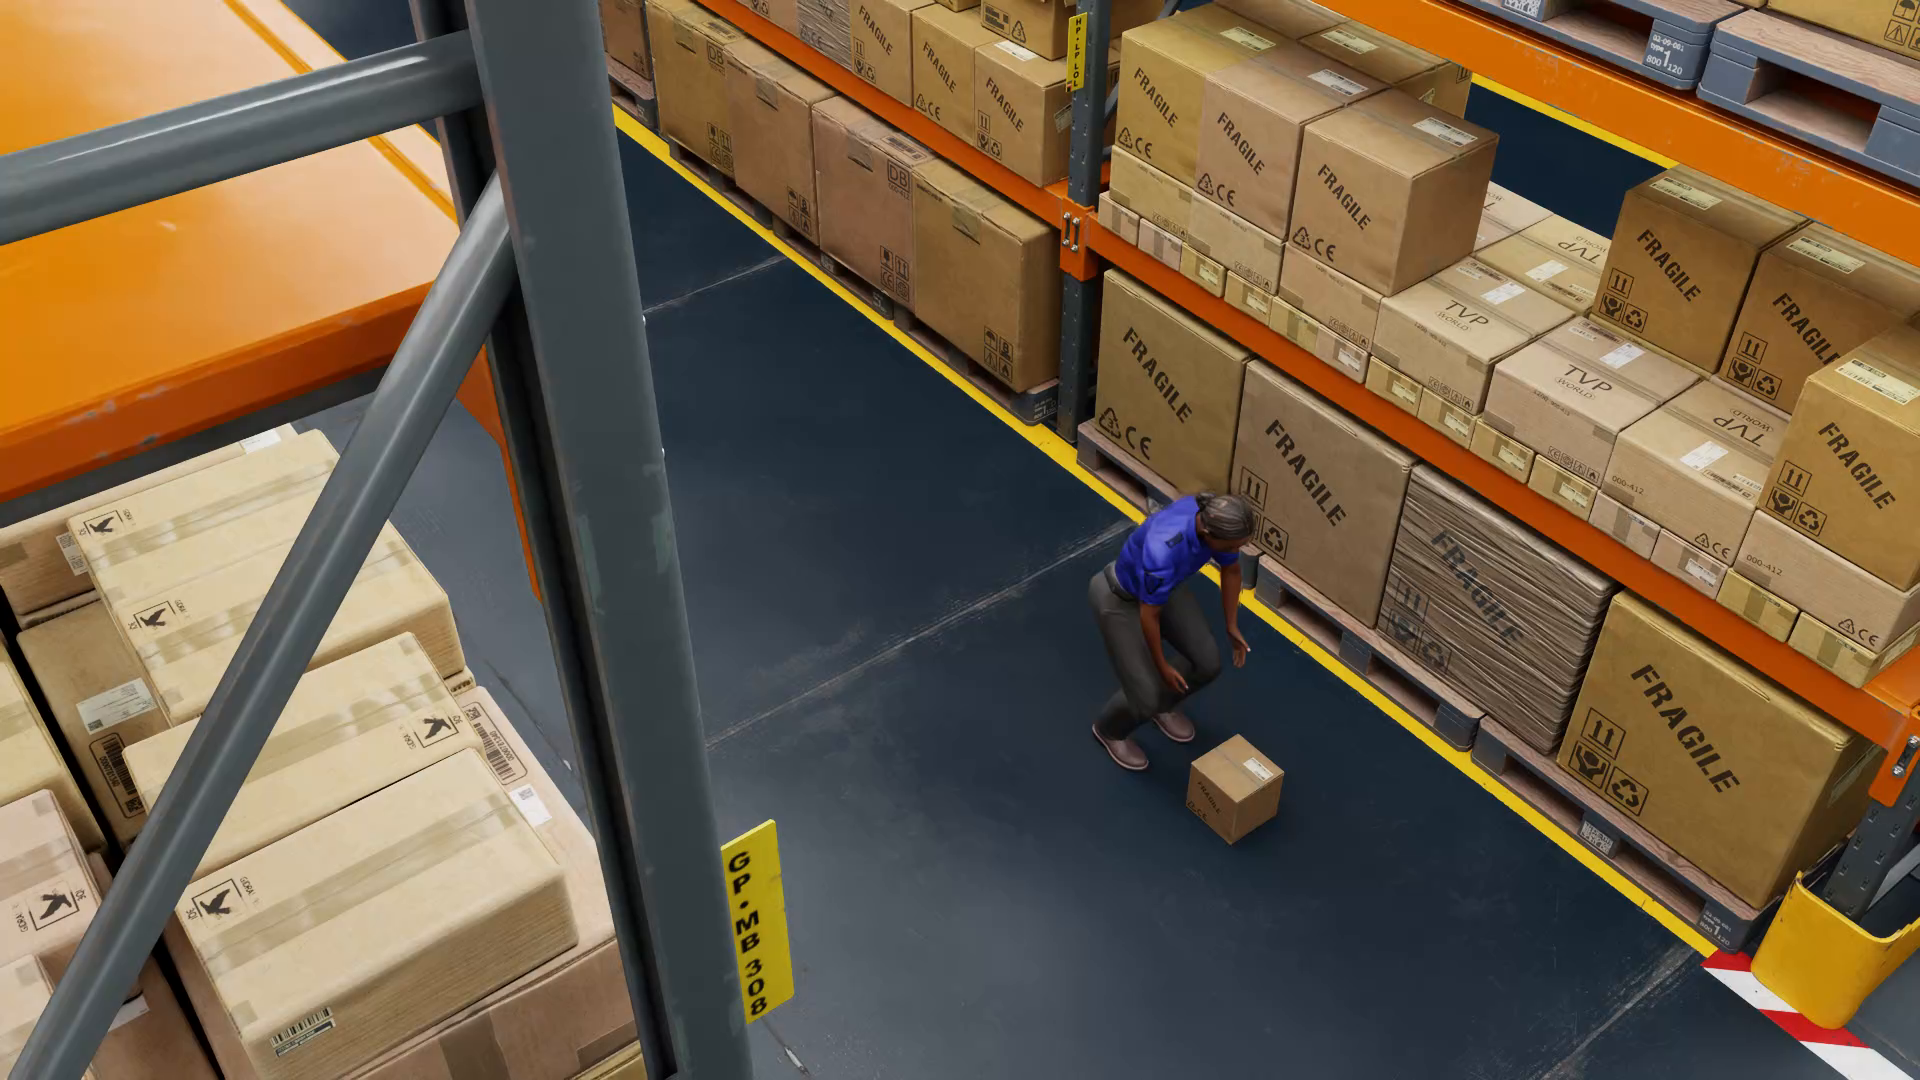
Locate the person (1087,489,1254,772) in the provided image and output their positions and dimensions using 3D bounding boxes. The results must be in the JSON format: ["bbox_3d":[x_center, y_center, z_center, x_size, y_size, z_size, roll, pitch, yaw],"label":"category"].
[{"bbox_3d":[0.803,0.280,6.308,0.495,1.390,0.617,-26,47,-27],"label":"person"}]
